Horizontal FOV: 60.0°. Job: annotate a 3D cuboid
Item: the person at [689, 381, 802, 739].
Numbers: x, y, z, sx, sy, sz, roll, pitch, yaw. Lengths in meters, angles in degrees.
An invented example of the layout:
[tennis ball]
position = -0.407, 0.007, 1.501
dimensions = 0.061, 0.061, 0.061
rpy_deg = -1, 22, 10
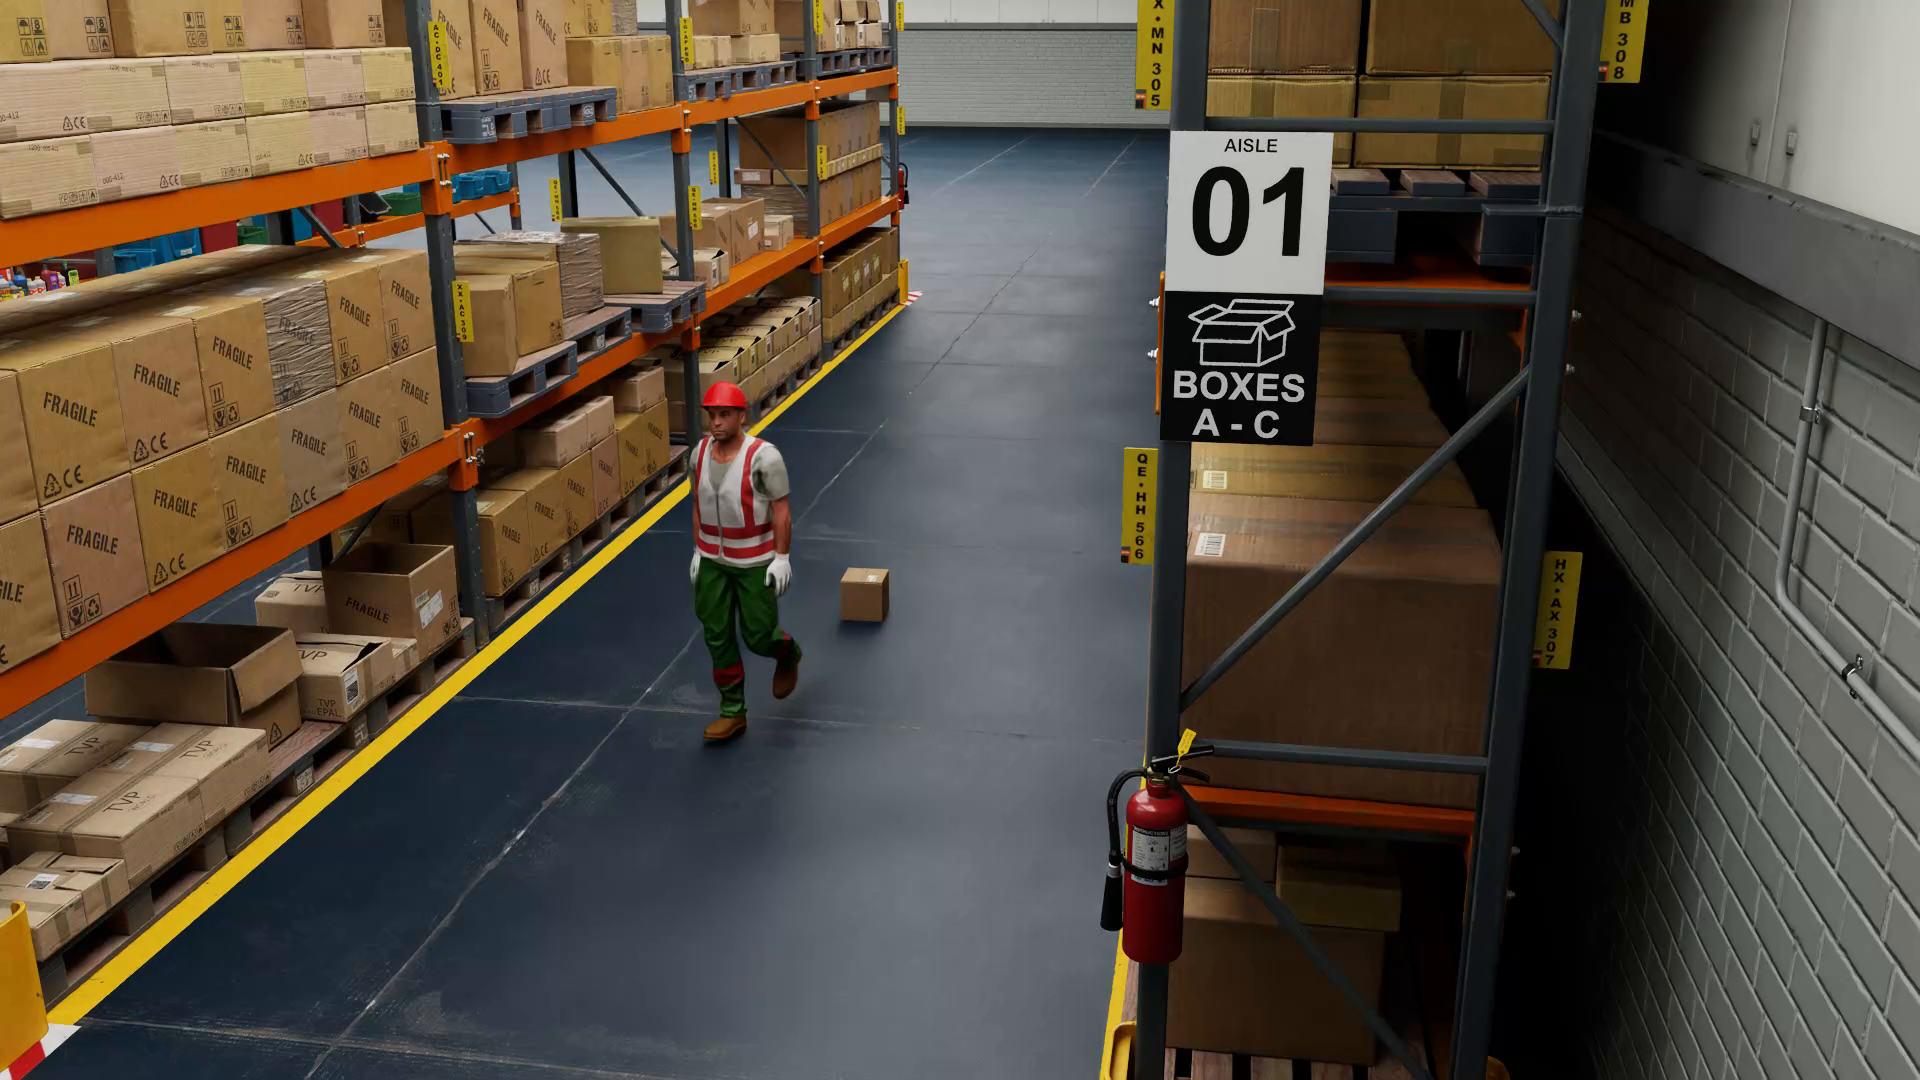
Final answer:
[person]
position = -1.057, 0.076, 8.214
dimensions = 0.550, 1.777, 0.702
rpy_deg = 7, 19, 22
